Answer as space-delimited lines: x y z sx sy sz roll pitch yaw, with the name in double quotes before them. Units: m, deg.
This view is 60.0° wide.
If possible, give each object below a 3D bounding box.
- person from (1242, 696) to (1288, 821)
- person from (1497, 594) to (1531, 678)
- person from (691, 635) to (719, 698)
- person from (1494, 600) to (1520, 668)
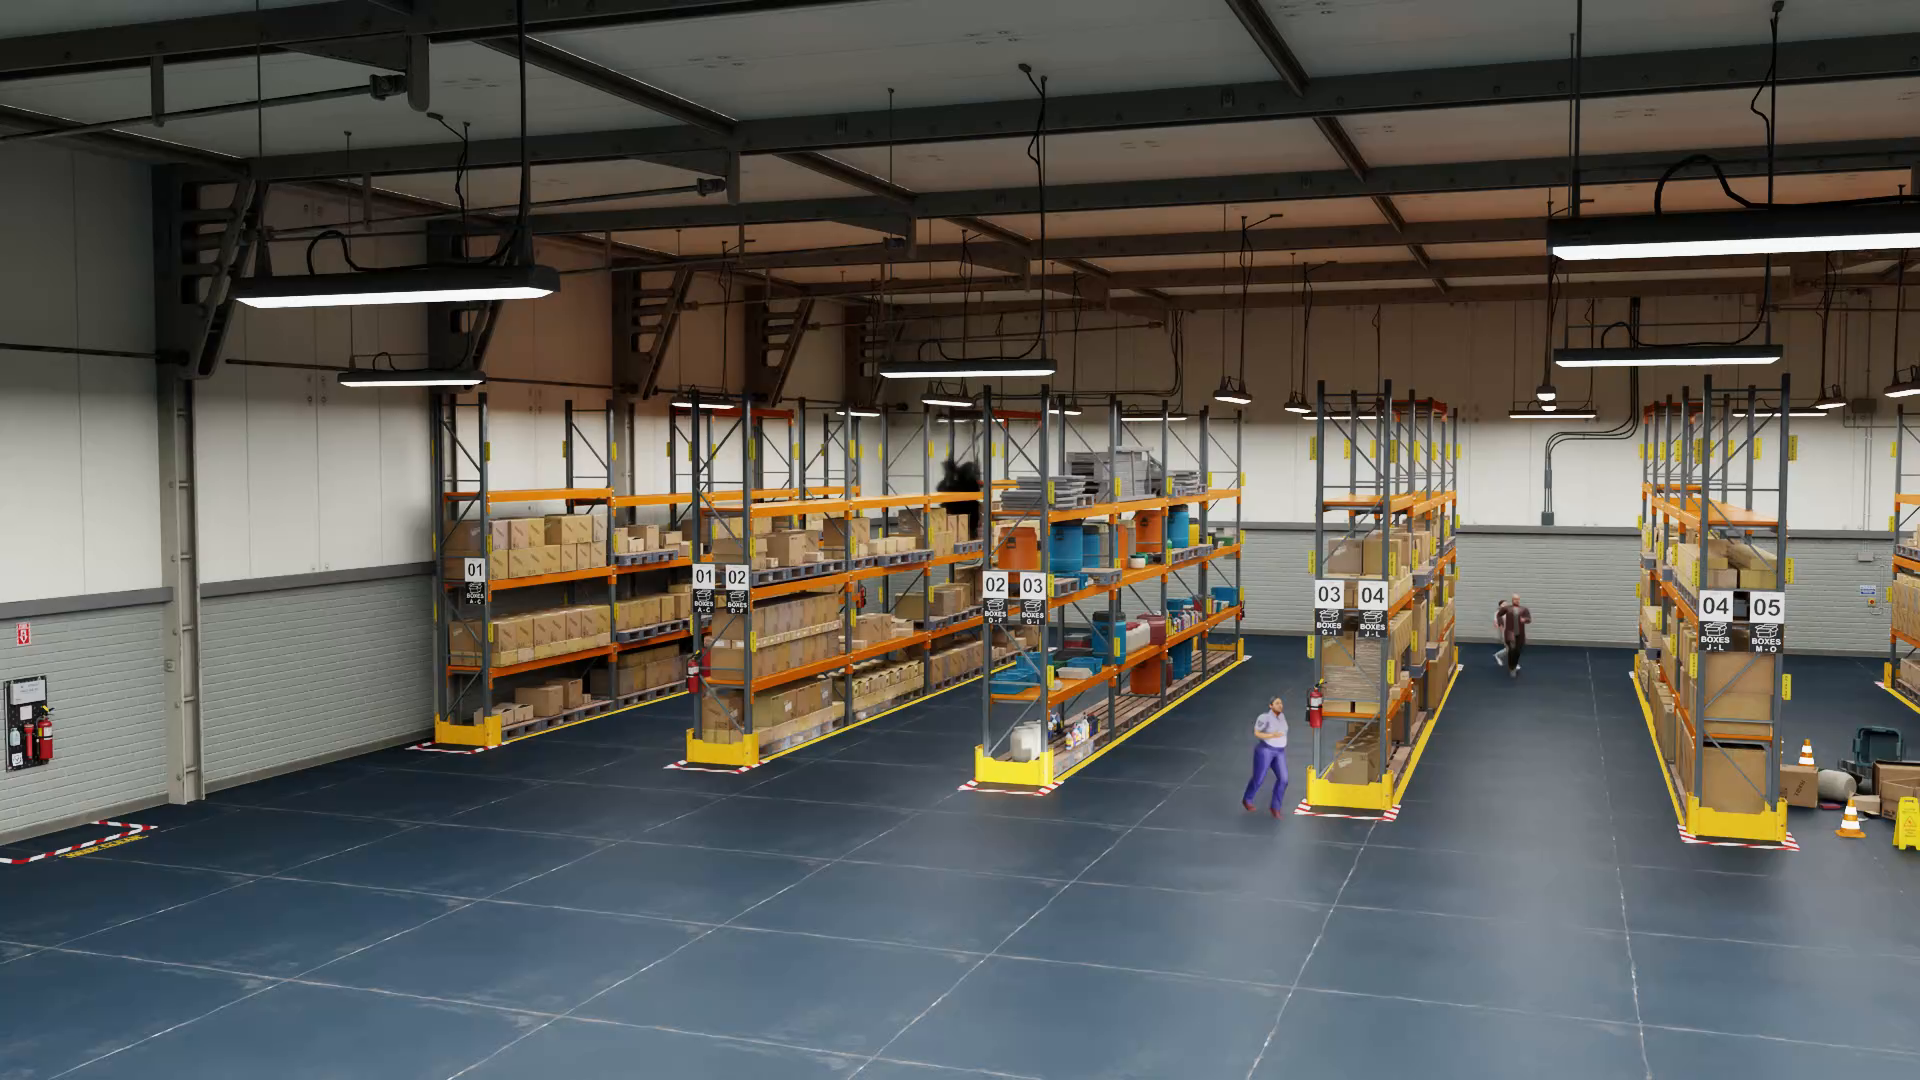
"person" 4.257 2.981 22.820 0.604 1.709 0.733 -1 3 -25
"person" 12.399 2.134 37.178 0.672 1.849 0.858 0 3 3
"person" -4.478 2.583 29.650 0.626 1.789 1.007 1 3 20
"person" 12.594 2.180 38.410 0.627 1.610 0.540 -2 4 -35
